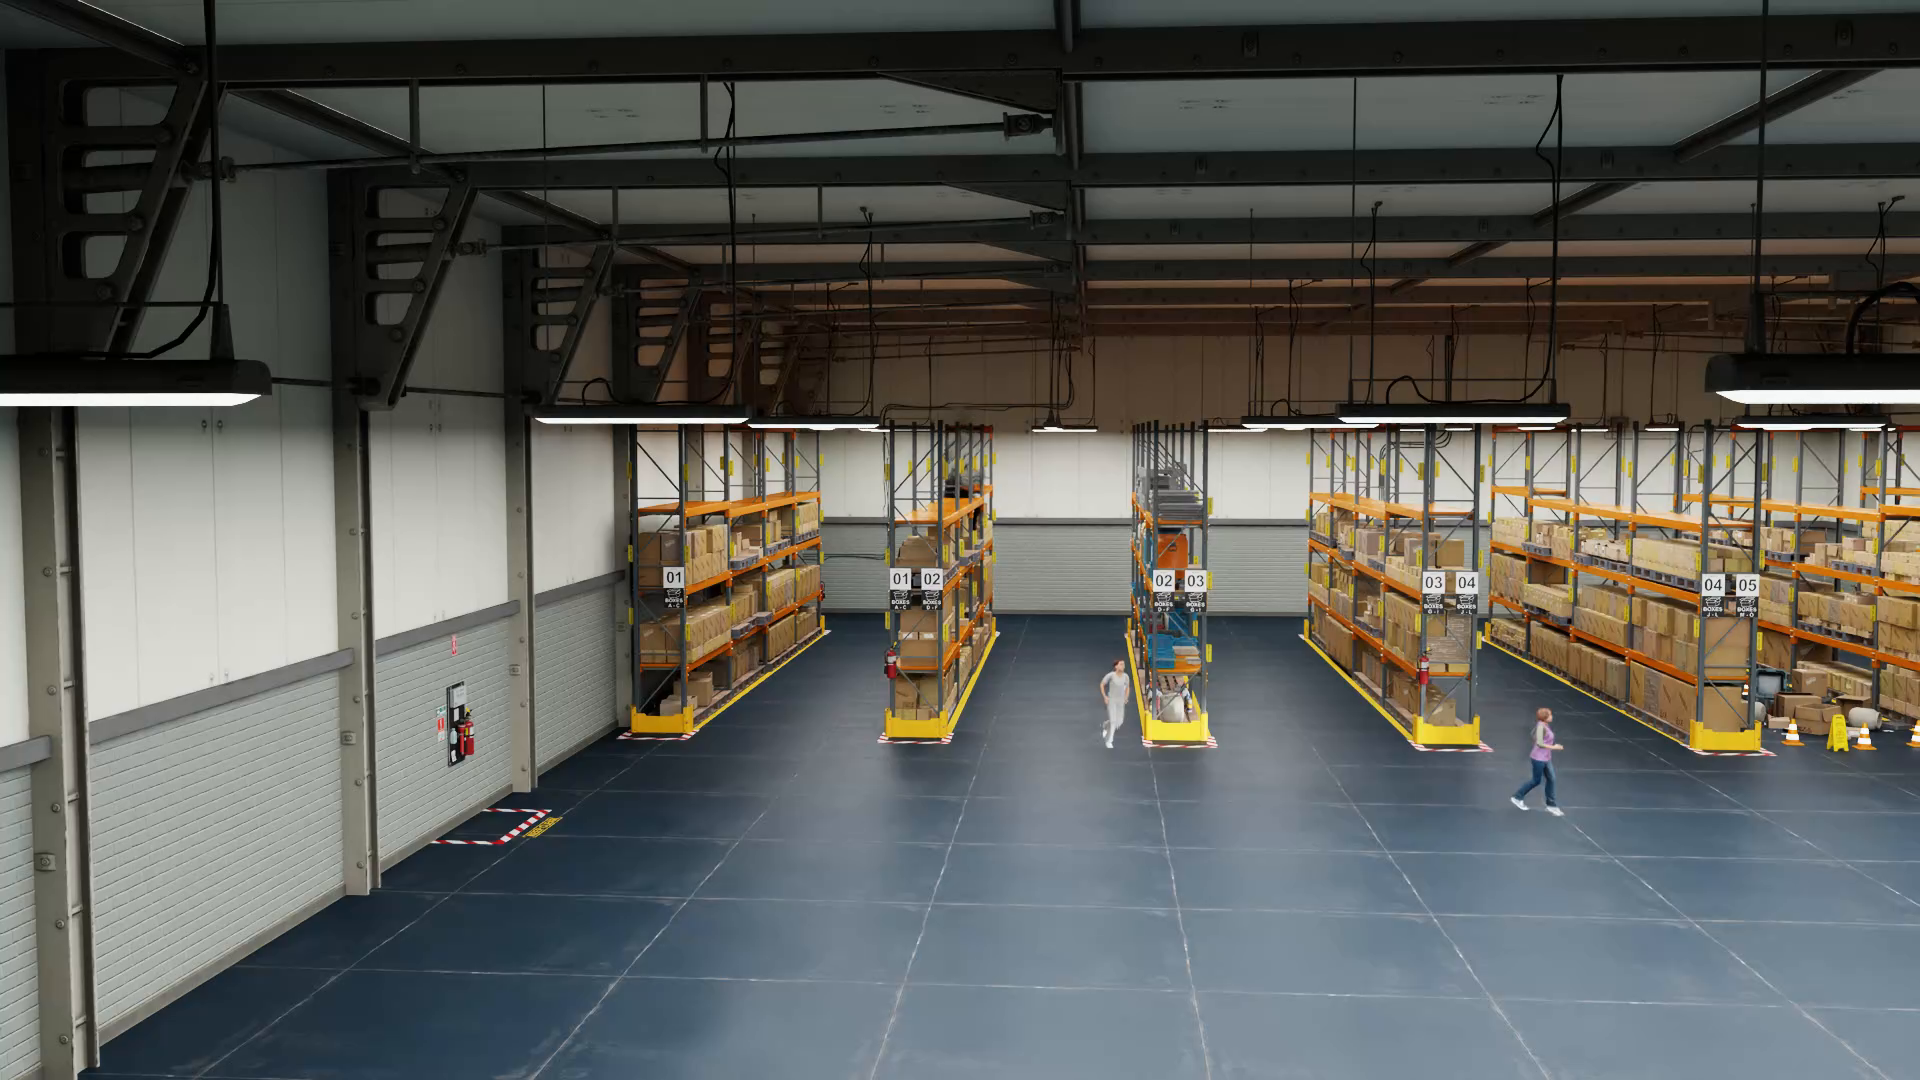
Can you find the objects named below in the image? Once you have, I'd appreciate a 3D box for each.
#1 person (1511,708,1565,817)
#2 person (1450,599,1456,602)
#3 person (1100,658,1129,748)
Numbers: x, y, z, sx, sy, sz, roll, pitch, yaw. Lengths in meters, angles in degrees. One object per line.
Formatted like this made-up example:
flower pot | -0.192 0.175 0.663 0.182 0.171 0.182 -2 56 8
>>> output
person | 8.733 3.331 25.079 0.758 1.634 0.557 2 4 31
person | 13.400 1.962 45.820 0.714 1.722 0.567 1 4 15
person | 2.857 2.985 30.716 0.604 1.622 0.616 -1 4 -21
